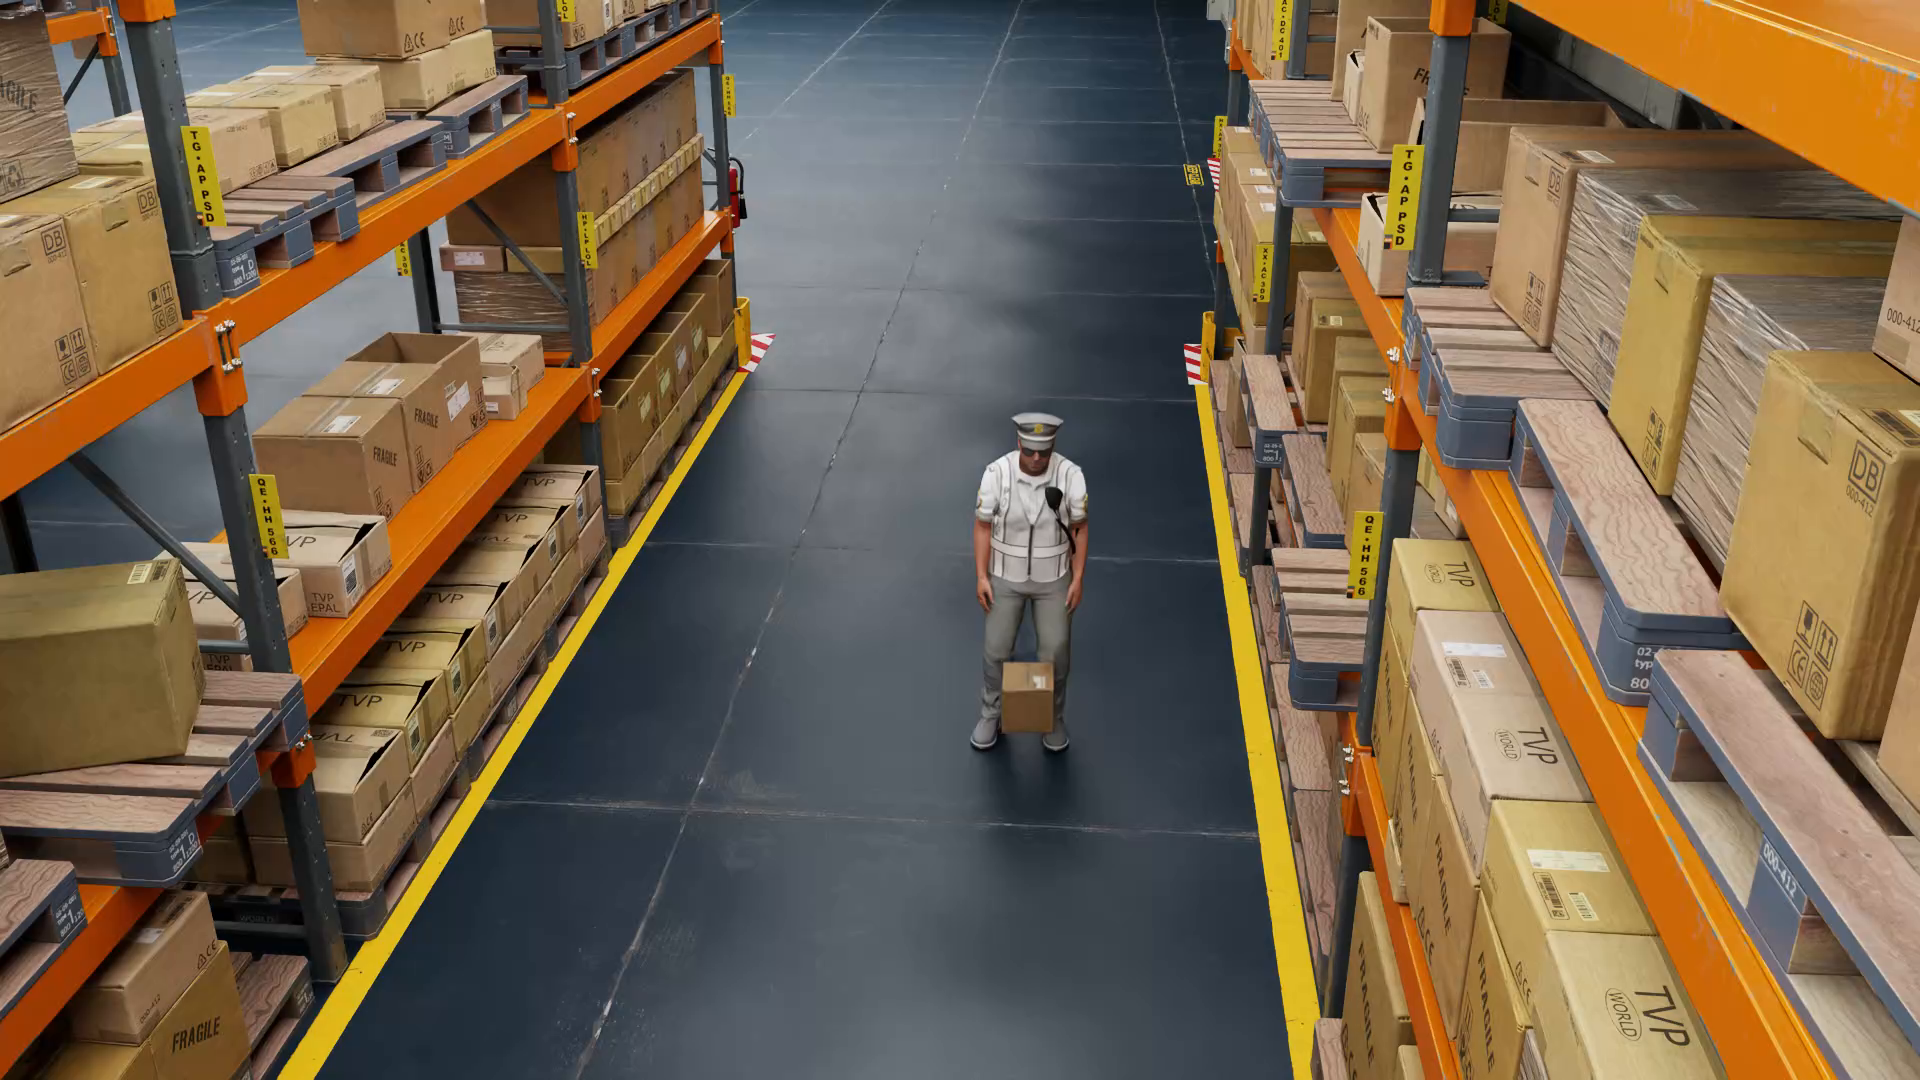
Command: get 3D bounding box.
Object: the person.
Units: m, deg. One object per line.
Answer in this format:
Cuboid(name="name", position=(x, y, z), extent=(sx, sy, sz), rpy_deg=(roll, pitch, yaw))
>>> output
Cuboid(name="person", position=(0.353, 0.185, 8.185), extent=(0.595, 1.748, 0.433), rpy_deg=(1, 24, 3))
